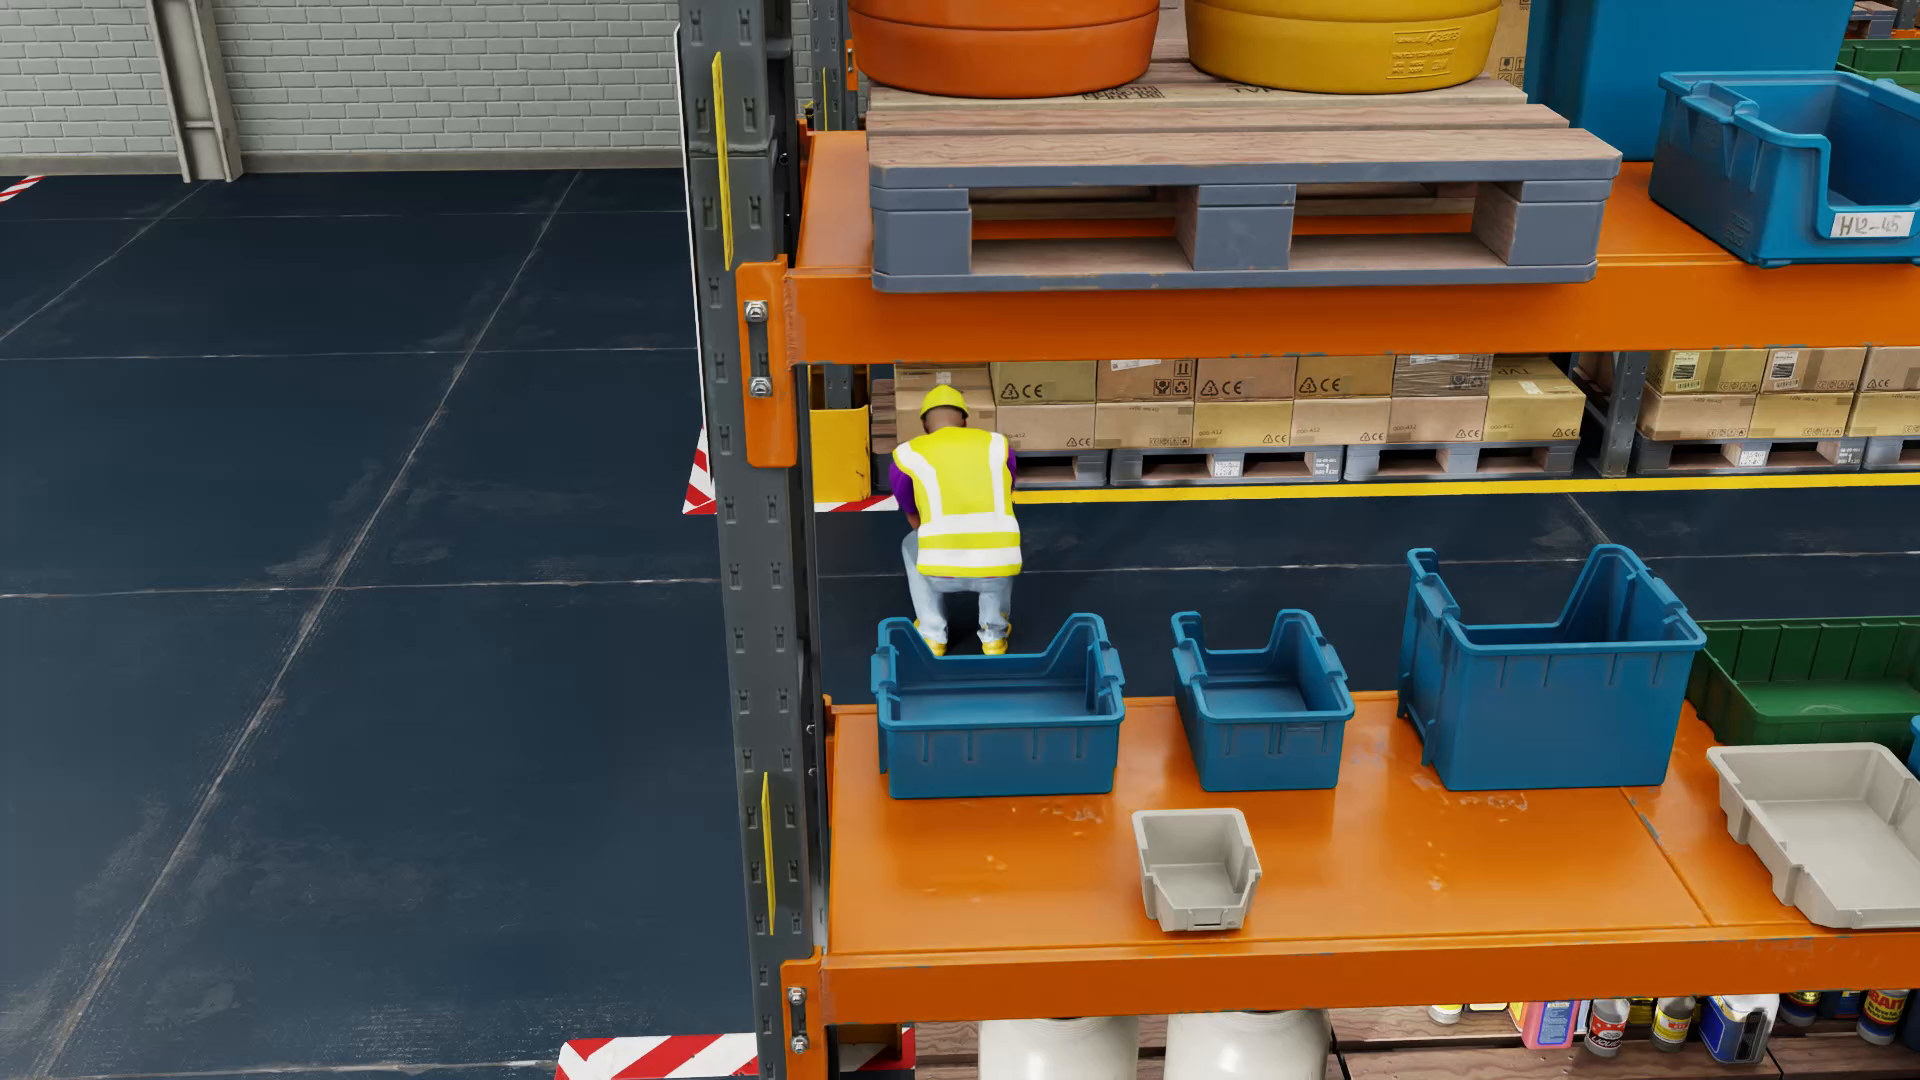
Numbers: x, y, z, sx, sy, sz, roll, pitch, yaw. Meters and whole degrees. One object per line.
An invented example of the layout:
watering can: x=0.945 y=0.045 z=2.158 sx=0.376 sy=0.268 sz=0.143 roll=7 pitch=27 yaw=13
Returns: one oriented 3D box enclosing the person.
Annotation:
person: x=-0.024 y=-0.077 z=7.072 sx=0.544 sy=1.012 sz=0.898 roll=-2 pitch=27 yaw=-4
